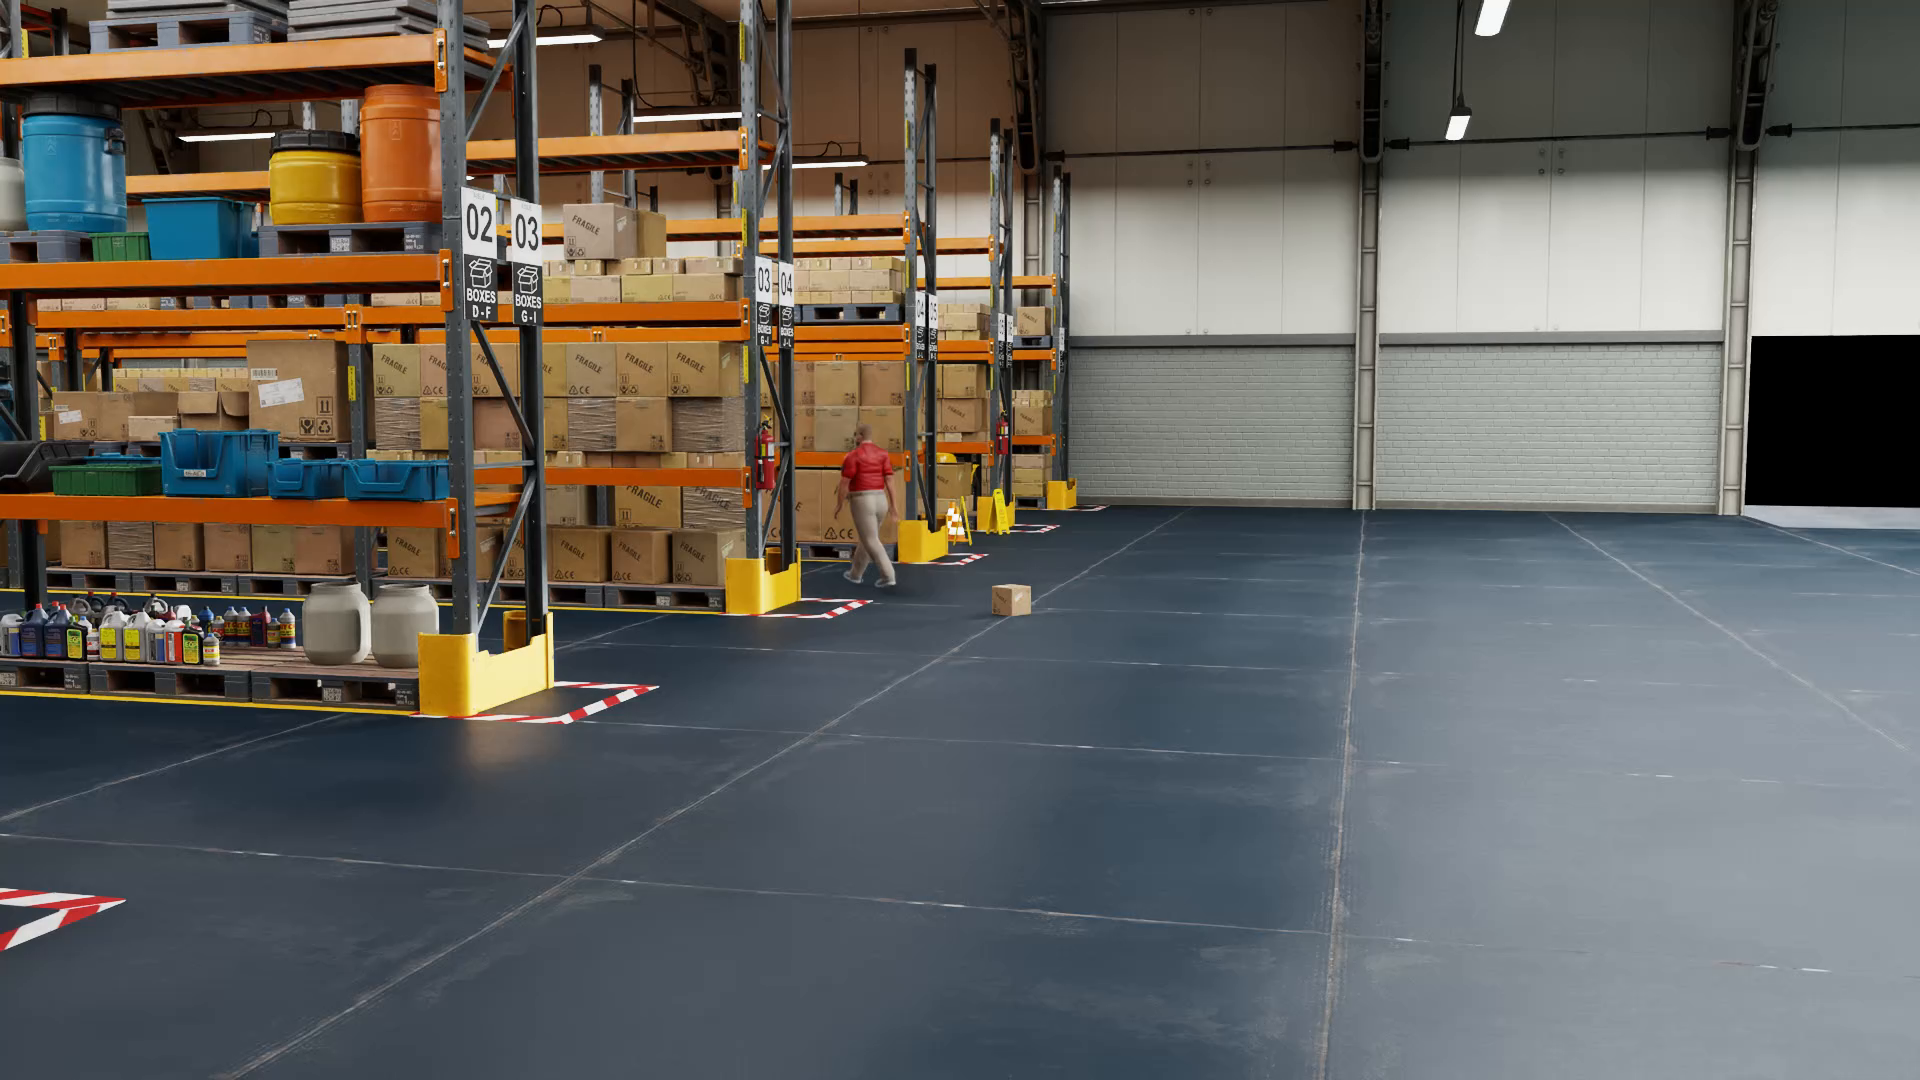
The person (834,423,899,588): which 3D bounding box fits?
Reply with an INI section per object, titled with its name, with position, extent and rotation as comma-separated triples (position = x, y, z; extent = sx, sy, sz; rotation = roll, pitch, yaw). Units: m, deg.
[person]
position = -0.985, -0.355, 16.892
extent = 0.550, 1.657, 1.106
rotation = -4, 6, -41
